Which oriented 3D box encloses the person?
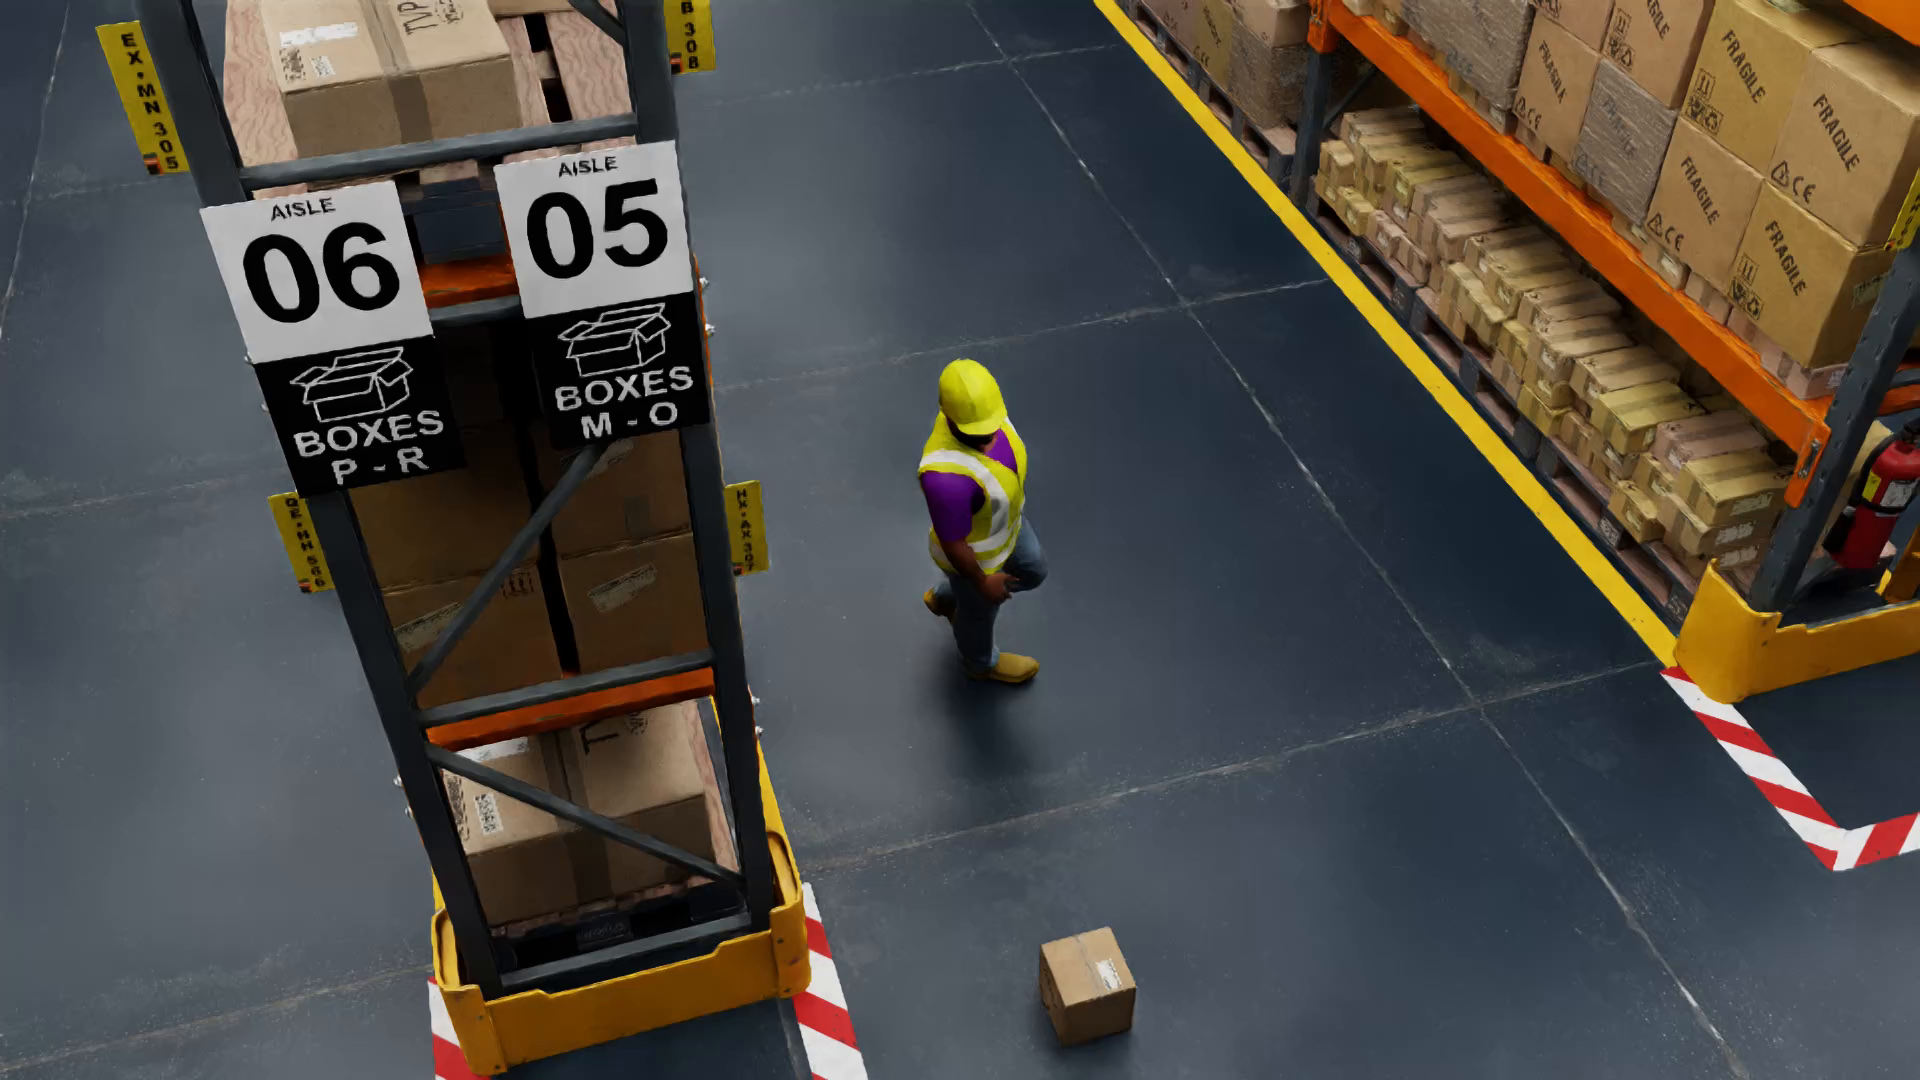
[{"bbox_3d":[0.052,-0.031,6.184,0.513,1.745,0.704,9,43,9],"label":"person"}]
